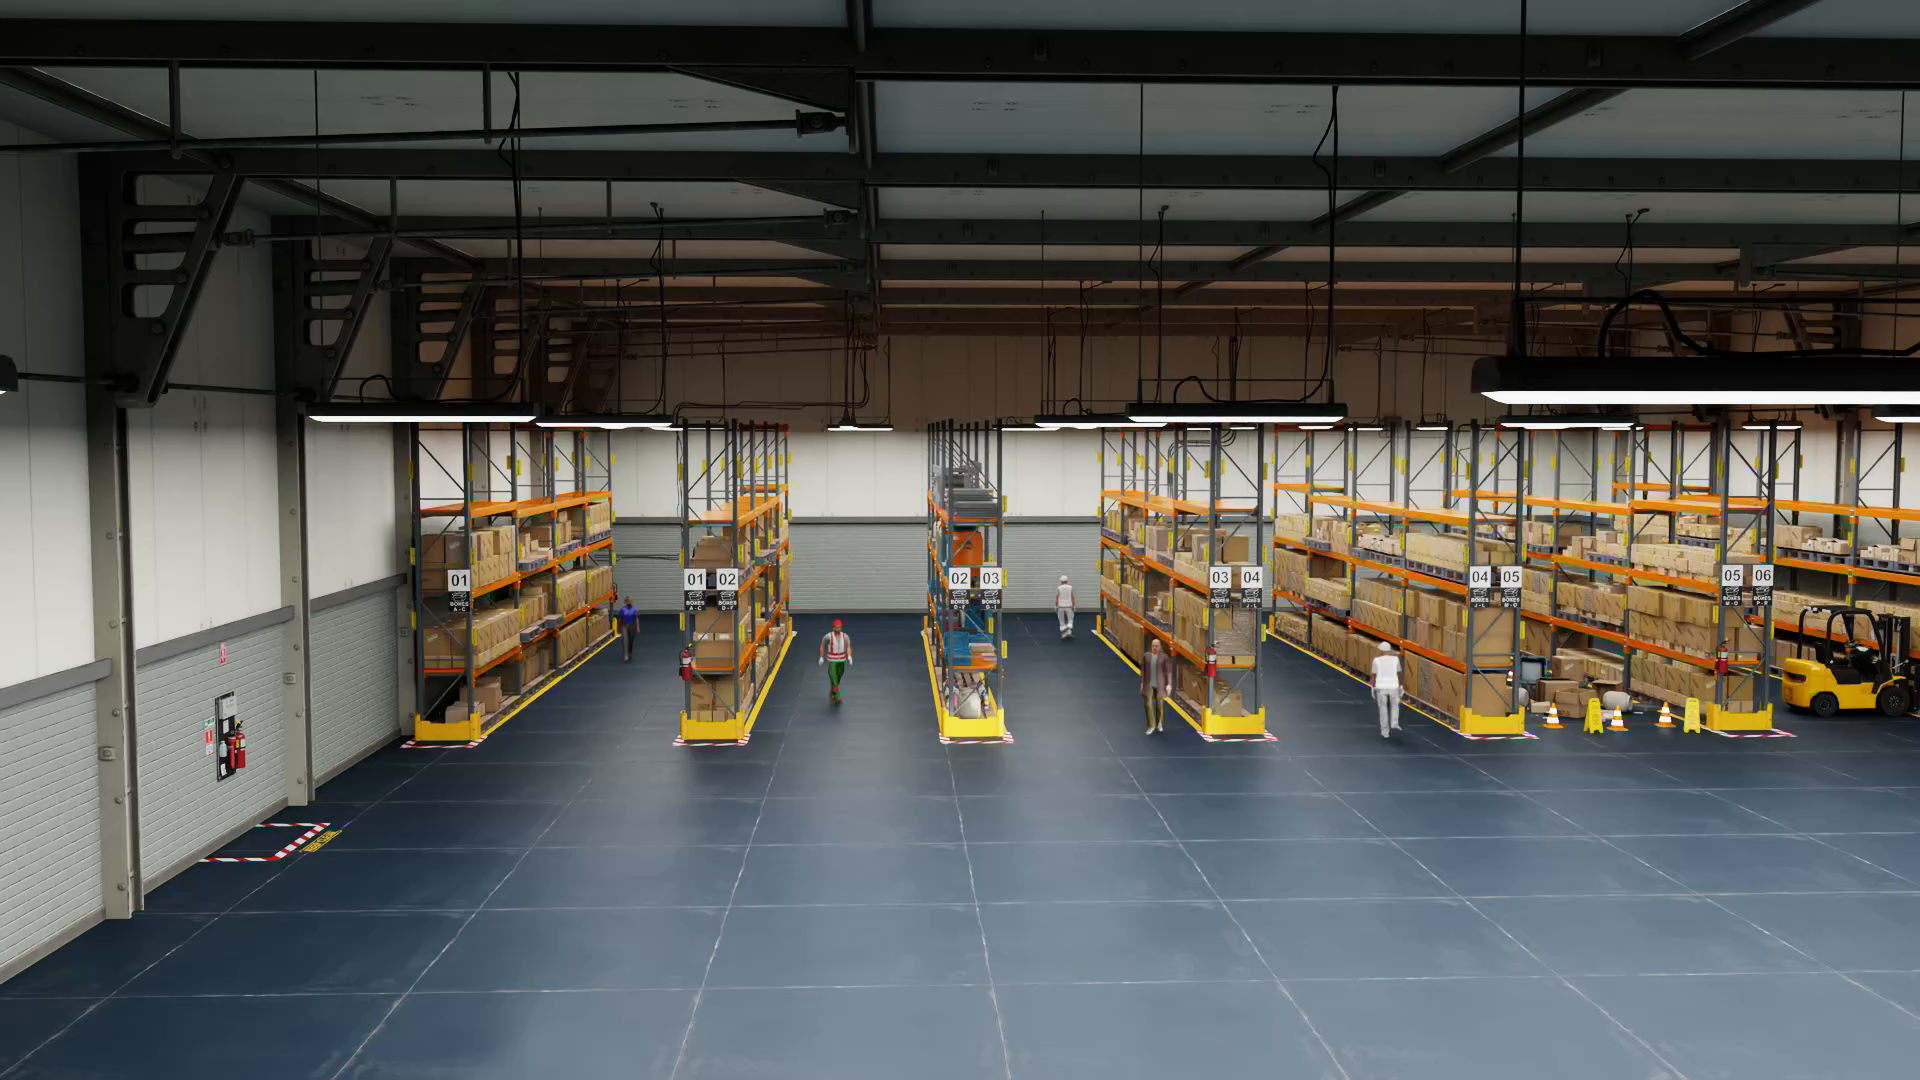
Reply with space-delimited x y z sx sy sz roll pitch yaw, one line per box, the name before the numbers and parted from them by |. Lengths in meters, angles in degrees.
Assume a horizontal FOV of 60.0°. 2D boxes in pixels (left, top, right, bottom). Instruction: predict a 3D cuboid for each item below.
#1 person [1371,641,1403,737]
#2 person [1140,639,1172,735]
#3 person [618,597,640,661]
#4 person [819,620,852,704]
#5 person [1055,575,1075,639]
person | 8.075 2.816 31.435 0.601 1.774 0.495 0 4 8
person | 3.756 2.822 31.803 0.660 1.853 0.534 1 4 18
person | -8.367 2.220 42.017 0.519 1.585 1.068 -1 4 -17
person | -2.620 2.572 35.305 0.636 1.756 1.044 -2 4 -30
person | 2.925 1.877 46.267 0.577 1.786 0.534 0 4 -4
